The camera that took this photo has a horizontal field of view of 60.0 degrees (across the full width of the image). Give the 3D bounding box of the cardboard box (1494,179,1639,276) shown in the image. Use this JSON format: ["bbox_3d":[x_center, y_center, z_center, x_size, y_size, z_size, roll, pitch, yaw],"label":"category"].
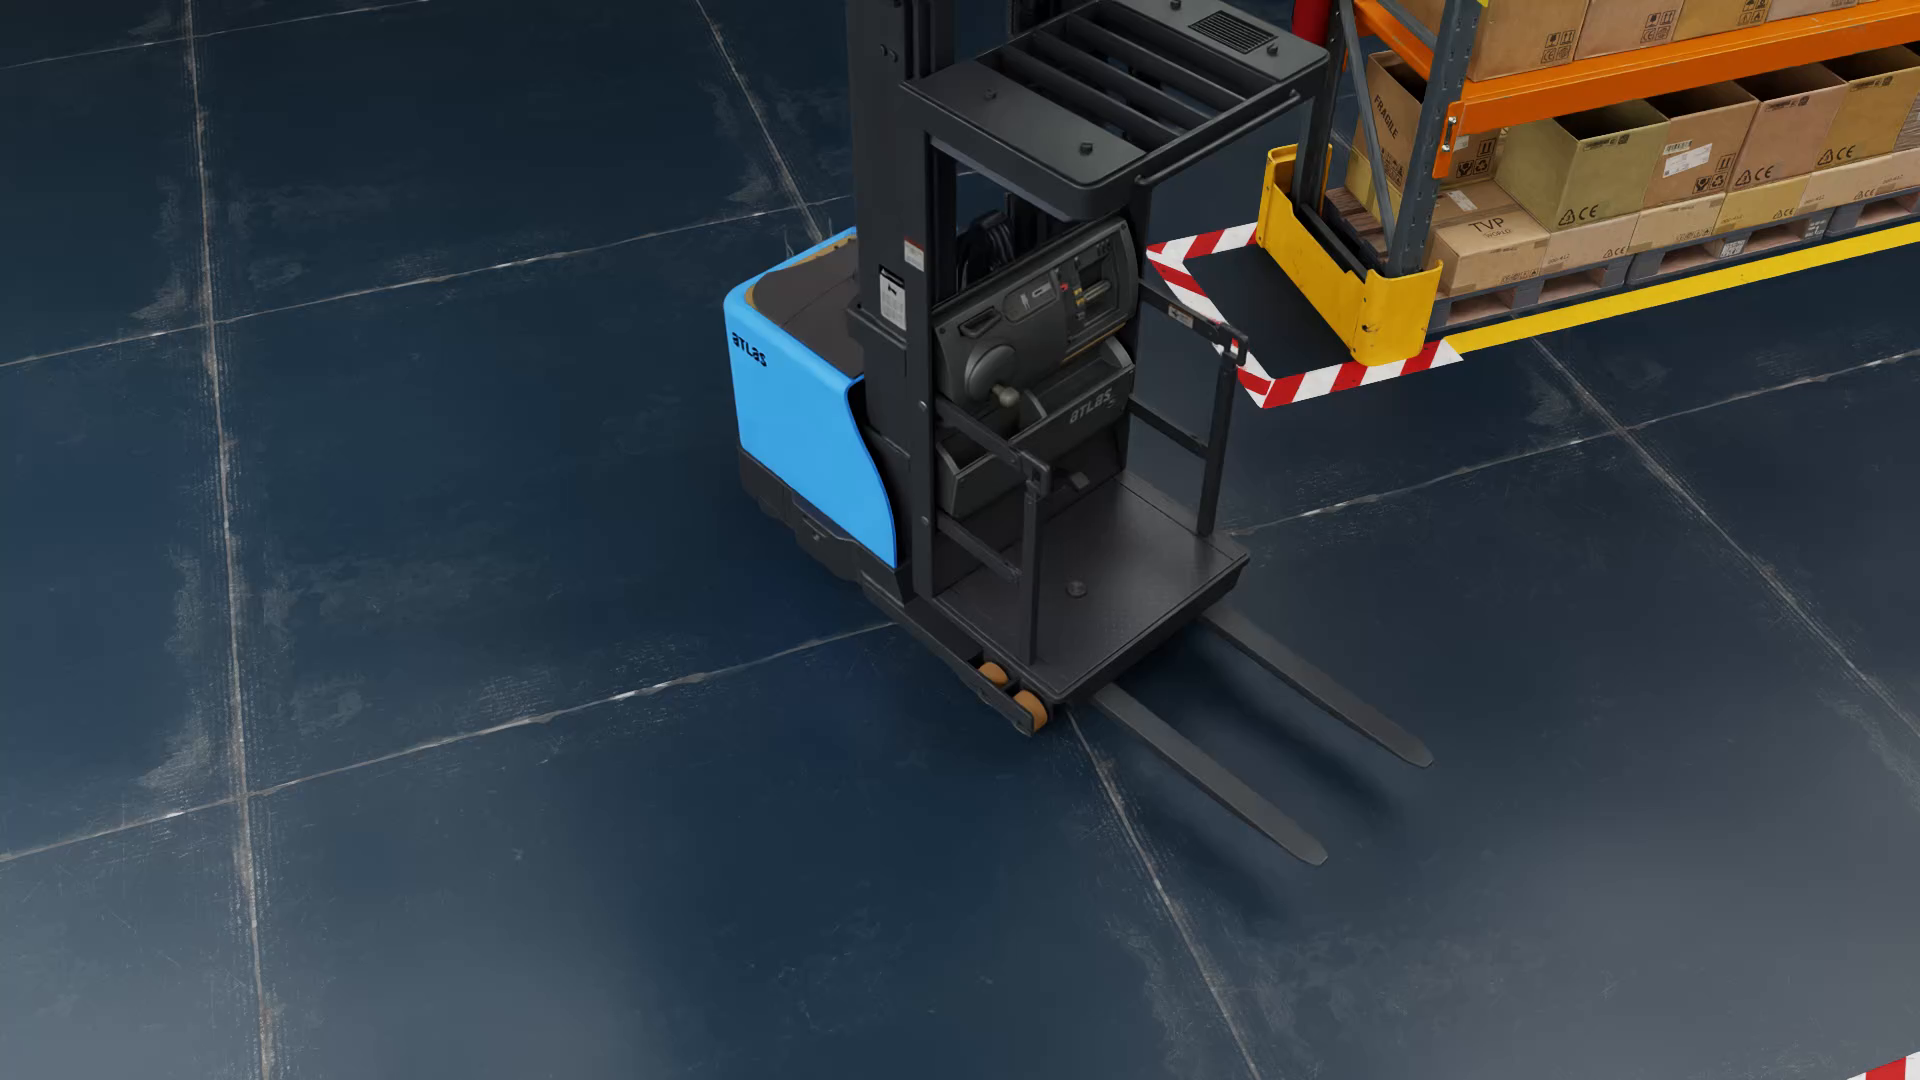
[{"bbox_3d":[2.943,-1.585,8.166,0.500,0.250,0.500,-14,47,-14],"label":"cardboard box"}]

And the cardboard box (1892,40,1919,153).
[{"bbox_3d":[4.820,-2.338,8.387,0.500,0.500,0.500,-14,47,-14],"label":"cardboard box"}]

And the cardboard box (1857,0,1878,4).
[{"bbox_3d":[4.274,-2.941,7.802,0.500,0.500,0.700,-14,47,-13],"label":"cardboard box"}]

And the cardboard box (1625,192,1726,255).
[{"bbox_3d":[3.414,-1.705,8.285,0.500,0.250,0.500,-14,47,-14],"label":"cardboard box"}]

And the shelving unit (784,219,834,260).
[{"bbox_3d":[-0.598,-0.961,7.378,0.210,0.900,0.258,-18,48,-16],"label":"shelving unit"}]

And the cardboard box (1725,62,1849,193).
[{"bbox_3d":[3.886,-2.086,8.136,0.500,0.500,0.500,-14,47,-14],"label":"cardboard box"}]

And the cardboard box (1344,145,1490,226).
[{"bbox_3d":[2.298,-1.807,8.387,0.500,0.250,0.500,-14,47,-14],"label":"cardboard box"}]

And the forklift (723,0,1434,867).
[{"bbox_3d":[0.426,-0.713,5.701,1.130,2.935,3.031,-33,54,-29],"label":"forklift"}]

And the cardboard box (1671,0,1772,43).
[{"bbox_3d":[3.299,-2.688,7.550,0.500,0.500,0.700,-14,47,-14],"label":"cardboard box"}]

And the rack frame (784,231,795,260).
[{"bbox_3d":[-0.691,-0.930,7.351,0.006,0.900,0.240,-18,48,-16],"label":"rack frame"}]

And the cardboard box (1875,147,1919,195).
[{"bbox_3d":[4.821,-2.072,8.652,0.500,0.250,0.500,-14,47,-14],"label":"cardboard box"}]

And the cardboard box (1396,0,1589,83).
[{"bbox_3d":[2.338,-2.443,7.305,0.500,0.500,0.700,-14,47,-14],"label":"cardboard box"}]

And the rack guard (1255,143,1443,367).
[{"bbox_3d":[1.872,-1.415,8.117,0.348,0.500,1.175,-14,47,-14],"label":"rack guard"}]

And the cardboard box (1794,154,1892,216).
[{"bbox_3d":[4.356,-1.942,8.522,0.500,0.250,0.500,-14,47,-14],"label":"cardboard box"}]

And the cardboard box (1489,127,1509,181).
[{"bbox_3d":[2.764,-1.935,8.515,0.500,0.250,0.500,-14,47,-14],"label":"cardboard box"}]

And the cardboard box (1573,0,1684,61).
[{"bbox_3d":[2.830,-2.572,7.434,0.500,0.500,0.700,-13,47,-13],"label":"cardboard box"}]

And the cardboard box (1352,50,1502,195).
[{"bbox_3d":[2.298,-2.073,8.123,0.500,0.500,0.500,-14,47,-14],"label":"cardboard box"}]

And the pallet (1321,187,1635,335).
[{"bbox_3d":[2.599,-1.531,8.436,1.213,0.211,1.003,-14,47,-14],"label":"pallet"}]

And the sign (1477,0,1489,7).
[{"bbox_3d":[2.077,-2.266,6.533,0.005,0.325,0.100,-14,47,-14],"label":"sign"}]

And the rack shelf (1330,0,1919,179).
[{"bbox_3d":[3.775,-2.531,7.972,4.000,0.370,1.077,-14,47,-14],"label":"rack shelf"}]

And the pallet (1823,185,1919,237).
[{"bbox_3d":[4.894,-2.118,9.021,1.213,0.211,1.003,-14,47,-14],"label":"pallet"}]

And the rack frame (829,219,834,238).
[{"bbox_3d":[-0.505,-0.992,7.405,0.006,0.900,0.240,-18,48,-16],"label":"rack frame"}]

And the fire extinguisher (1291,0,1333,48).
[{"bbox_3d":[1.625,-2.557,7.545,0.183,0.674,0.296,-14,47,-14],"label":"fire extinguisher"}]

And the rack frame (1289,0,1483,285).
[{"bbox_3d":[1.894,-2.304,7.237,0.127,3.000,1.000,-14,47,-14],"label":"rack frame"}]

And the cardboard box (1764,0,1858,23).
[{"bbox_3d":[3.793,-2.817,7.678,0.500,0.500,0.700,-13,47,-13],"label":"cardboard box"}]

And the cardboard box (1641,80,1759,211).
[{"bbox_3d":[3.410,-1.977,8.027,0.500,0.500,0.500,-14,47,-14],"label":"cardboard box"}]

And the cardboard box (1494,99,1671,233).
[{"bbox_3d":[2.944,-1.848,7.899,0.500,0.500,0.500,-14,47,-14],"label":"cardboard box"}]

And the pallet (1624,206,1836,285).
[{"bbox_3d":[3.745,-1.822,8.726,1.213,0.211,1.003,-14,47,-14],"label":"pallet"}]

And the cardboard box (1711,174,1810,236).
[{"bbox_3d":[3.886,-1.822,8.402,0.500,0.250,0.500,-14,47,-14],"label":"cardboard box"}]

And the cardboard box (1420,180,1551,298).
[{"bbox_3d":[2.474,-1.462,8.043,0.500,0.250,0.500,-14,47,-14],"label":"cardboard box"}]

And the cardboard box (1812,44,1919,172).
[{"bbox_3d":[4.351,-2.215,8.265,0.500,0.500,0.500,-14,47,-14],"label":"cardboard box"}]
